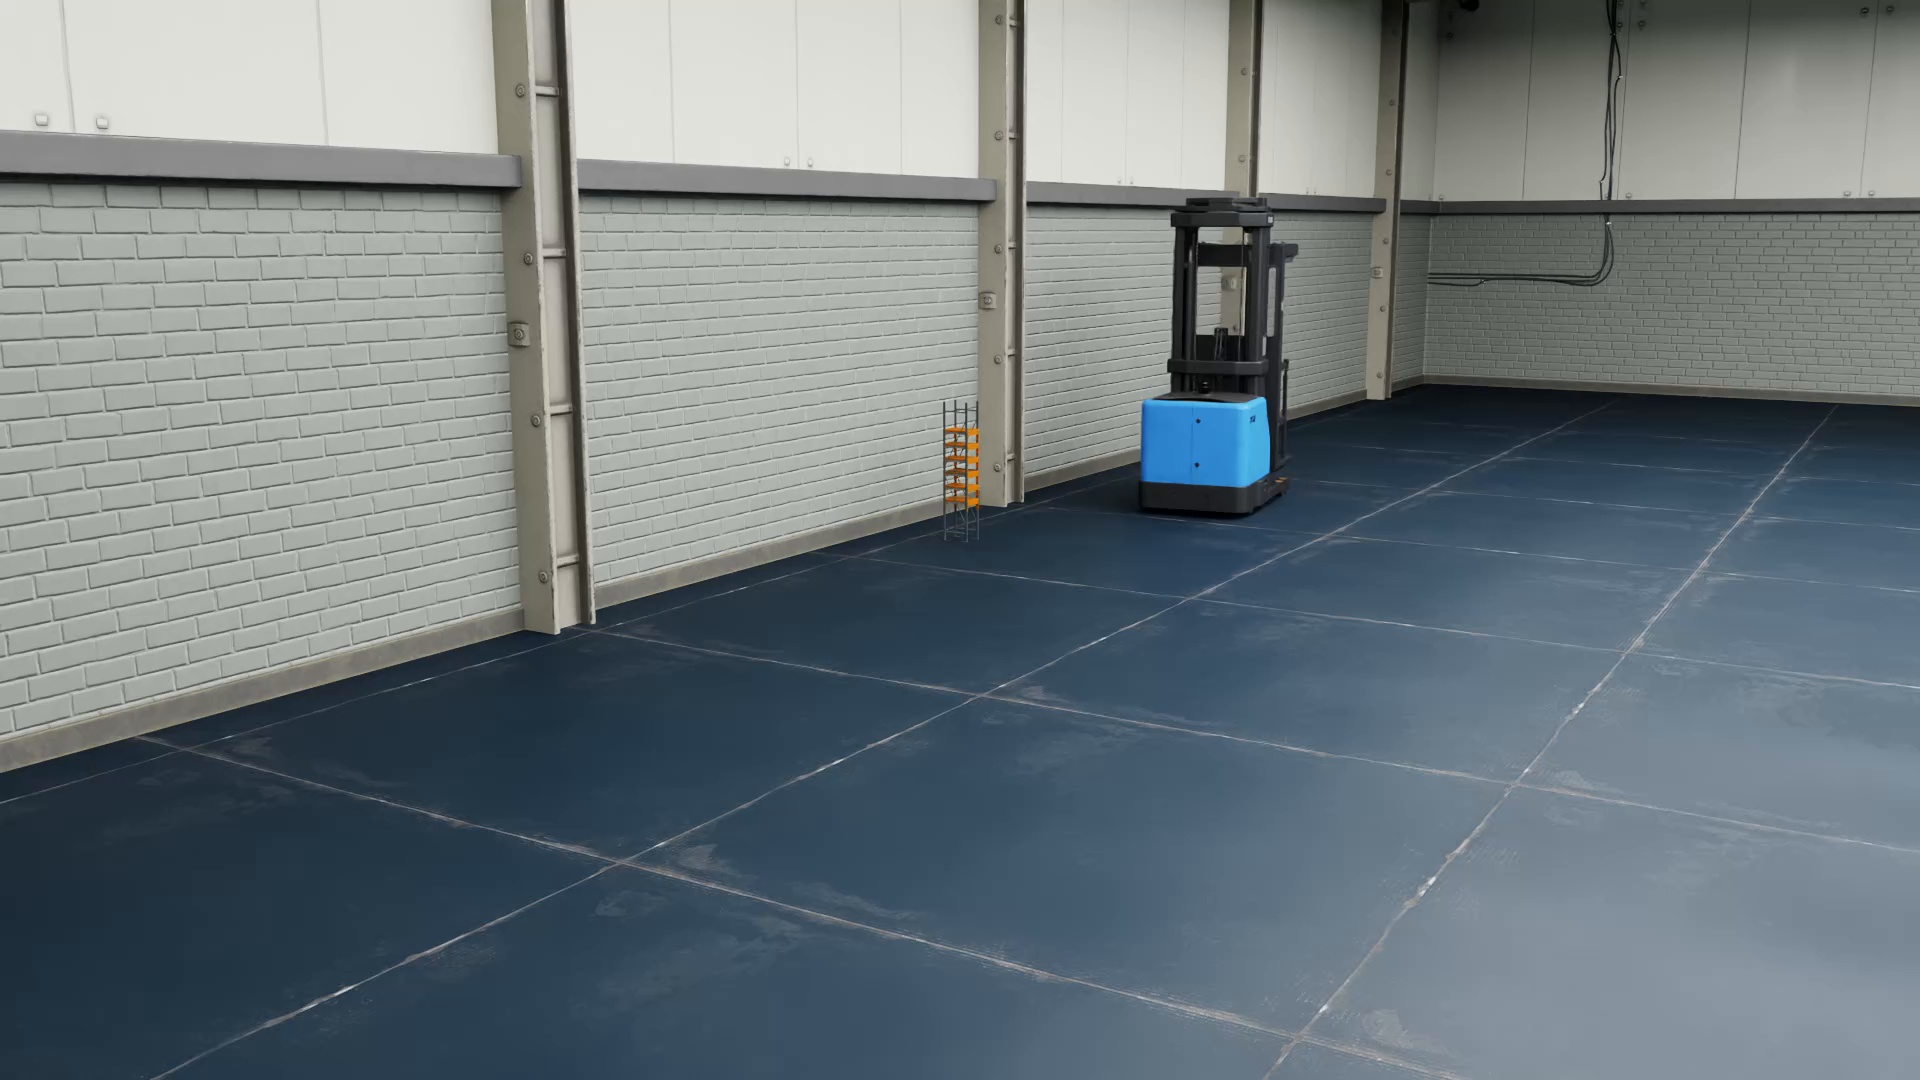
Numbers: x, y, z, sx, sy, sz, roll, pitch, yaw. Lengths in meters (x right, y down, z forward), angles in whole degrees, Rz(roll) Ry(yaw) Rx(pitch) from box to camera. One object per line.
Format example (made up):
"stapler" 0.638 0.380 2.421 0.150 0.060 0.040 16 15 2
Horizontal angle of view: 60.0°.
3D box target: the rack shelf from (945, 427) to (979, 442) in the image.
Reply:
"rack shelf" 0.008 -0.902 14.212 0.258 0.103 0.180 6 12 31

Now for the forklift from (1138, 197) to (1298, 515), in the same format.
"forklift" 2.710 -1.905 16.581 1.130 2.935 3.031 4 11 22

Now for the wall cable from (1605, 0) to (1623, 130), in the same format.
"wall cable" 11.602 -7.708 25.800 3.097 2.526 0.112 6 12 31

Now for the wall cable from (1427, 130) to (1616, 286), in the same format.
"wall cable" 9.290 -5.484 27.645 3.097 2.526 0.112 6 12 31

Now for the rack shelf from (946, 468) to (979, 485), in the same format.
"rack shelf" 0.008 -0.548 14.279 0.258 0.103 0.180 6 12 31

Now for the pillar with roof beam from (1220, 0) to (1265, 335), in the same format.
"pillar with roof beam" 7.194 -5.318 18.322 9.100 9.000 0.400 6 12 31

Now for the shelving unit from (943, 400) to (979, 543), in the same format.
"shelving unit" 0.008 -0.592 14.270 0.258 1.200 0.189 6 12 31

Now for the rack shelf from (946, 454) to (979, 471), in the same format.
"rack shelf" 0.008 -0.666 14.257 0.258 0.103 0.180 6 12 31

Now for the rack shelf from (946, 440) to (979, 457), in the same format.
"rack shelf" 0.008 -0.784 14.234 0.258 0.103 0.180 6 12 31

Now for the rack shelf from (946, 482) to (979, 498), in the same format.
"rack shelf" 0.008 -0.430 14.301 0.258 0.103 0.180 6 12 31

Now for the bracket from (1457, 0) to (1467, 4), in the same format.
"bracket" 8.073 -8.754 26.891 0.076 0.066 3.189 6 12 31

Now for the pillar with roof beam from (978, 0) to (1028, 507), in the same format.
"pillar with roof beam" 4.079 -4.375 13.282 9.100 9.000 0.400 6 12 31

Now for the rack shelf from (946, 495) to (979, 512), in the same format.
"rack shelf" 0.008 -0.312 14.323 0.258 0.103 0.180 6 12 31

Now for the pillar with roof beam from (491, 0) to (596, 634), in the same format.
"pillar with roof beam" 0.964 -3.431 8.241 9.100 9.000 0.400 6 12 31

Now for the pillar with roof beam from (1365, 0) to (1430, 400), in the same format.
"pillar with roof beam" 10.309 -6.262 23.363 9.100 9.000 0.548 6 12 31

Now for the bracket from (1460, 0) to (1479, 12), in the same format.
"bracket" 8.379 -8.847 27.387 0.235 0.232 0.430 6 12 31

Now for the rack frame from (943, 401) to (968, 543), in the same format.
"rack frame" -0.040 -0.578 14.194 0.240 1.200 0.006 6 12 31

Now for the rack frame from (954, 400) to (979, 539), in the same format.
"rack frame" 0.055 -0.606 14.347 0.240 1.200 0.006 6 12 31
